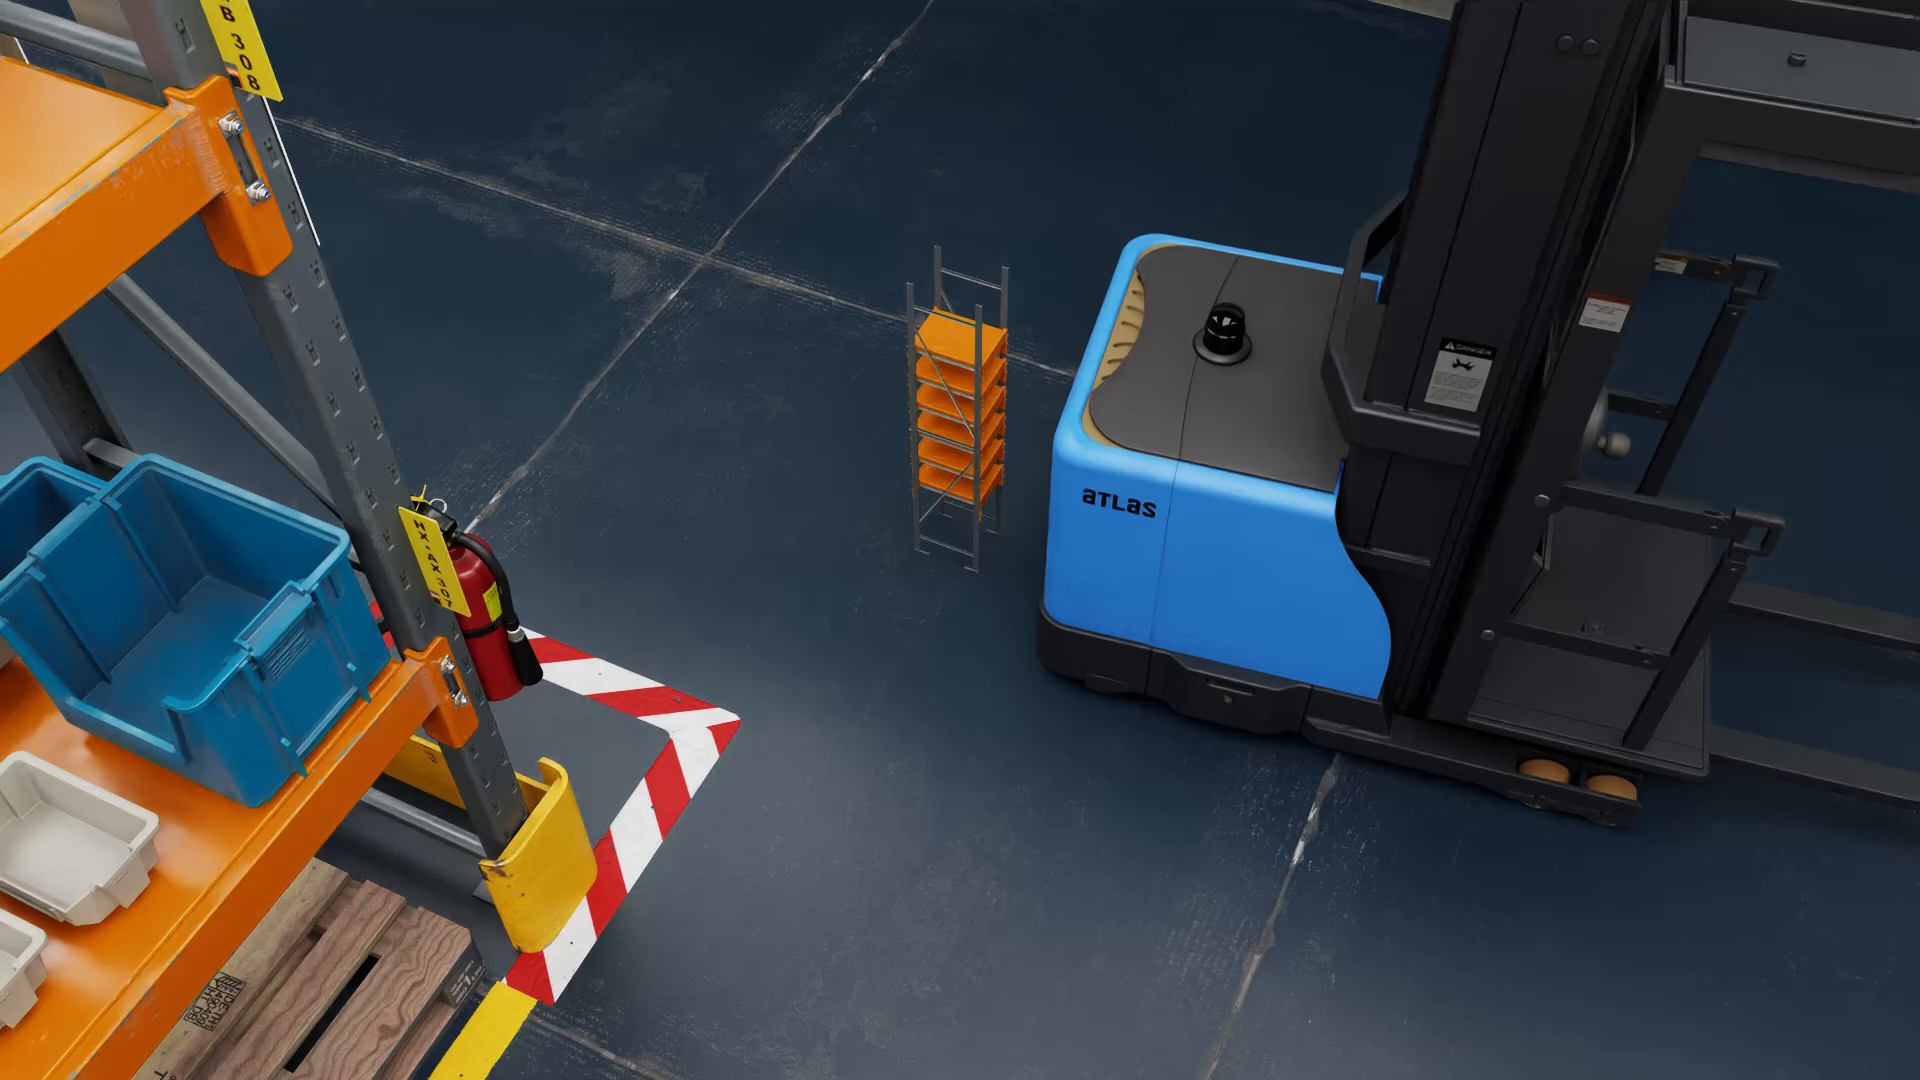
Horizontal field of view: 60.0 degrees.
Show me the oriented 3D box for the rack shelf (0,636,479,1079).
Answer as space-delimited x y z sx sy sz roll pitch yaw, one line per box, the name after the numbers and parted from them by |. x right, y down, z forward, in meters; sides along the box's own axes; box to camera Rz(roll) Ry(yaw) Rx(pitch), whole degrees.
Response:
-2.503 1.547 2.937 1.077 0.370 4.000 20 52 16 | rack shelf

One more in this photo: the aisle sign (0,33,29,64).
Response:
-1.887 -1.052 2.969 0.394 0.787 0.004 20 52 16 | aisle sign

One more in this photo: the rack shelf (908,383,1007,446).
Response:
-0.006 -0.428 5.227 0.258 0.103 0.180 20 52 16 | rack shelf

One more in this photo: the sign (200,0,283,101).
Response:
-1.145 -0.834 2.589 0.100 0.325 0.005 20 52 16 | sign

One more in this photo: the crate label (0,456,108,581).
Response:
-2.052 0.034 3.822 0.416 0.233 0.303 20 52 16 | crate label

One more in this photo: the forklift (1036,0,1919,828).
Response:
1.822 -0.546 4.290 3.031 2.935 1.130 13 51 11 | forklift

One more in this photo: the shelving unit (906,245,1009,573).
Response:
-0.006 -0.379 5.285 0.258 1.200 0.189 20 52 16 | shelving unit

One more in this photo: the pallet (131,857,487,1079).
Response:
-2.036 1.395 4.424 1.003 0.211 1.213 20 52 16 | pallet

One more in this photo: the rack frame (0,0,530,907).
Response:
-1.649 -0.063 3.834 1.000 3.000 0.127 20 52 16 | rack frame

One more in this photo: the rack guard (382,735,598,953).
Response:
-1.650 0.726 4.804 1.175 0.500 0.348 20 52 16 | rack guard

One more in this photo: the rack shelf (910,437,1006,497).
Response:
-0.006 -0.272 5.410 0.258 0.103 0.180 20 52 16 | rack shelf

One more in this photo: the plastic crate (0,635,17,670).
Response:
-2.264 0.259 3.694 0.250 0.136 0.298 20 52 16 | plastic crate

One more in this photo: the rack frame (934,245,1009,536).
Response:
0.033 -0.442 5.338 0.240 1.200 0.006 20 52 16 | rack frame

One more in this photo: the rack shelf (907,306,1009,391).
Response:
-0.006 -0.583 5.044 0.258 0.103 0.180 20 52 16 | rack shelf

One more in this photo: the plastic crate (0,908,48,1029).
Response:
-1.971 0.818 3.218 0.396 0.136 0.243 20 52 16 | plastic crate

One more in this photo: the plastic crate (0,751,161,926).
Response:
-1.834 0.623 3.384 0.396 0.136 0.243 20 52 16 | plastic crate

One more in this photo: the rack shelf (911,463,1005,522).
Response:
-0.006 -0.195 5.501 0.258 0.103 0.180 20 52 16 | rack shelf

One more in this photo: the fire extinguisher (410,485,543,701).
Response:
-1.174 0.126 3.969 0.296 0.674 0.183 20 52 16 | fire extinguisher

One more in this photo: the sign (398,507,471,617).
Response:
-1.145 0.051 3.630 0.100 0.325 0.005 20 52 16 | sign

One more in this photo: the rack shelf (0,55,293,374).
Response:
-2.503 0.575 1.794 1.077 0.370 4.000 20 52 16 | rack shelf

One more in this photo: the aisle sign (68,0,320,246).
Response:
-1.353 -0.860 2.805 0.394 0.787 0.004 20 52 16 | aisle sign

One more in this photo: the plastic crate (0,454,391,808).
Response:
-1.623 0.197 3.550 0.616 0.435 0.499 20 52 16 | plastic crate

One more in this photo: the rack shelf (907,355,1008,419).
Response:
-0.006 -0.506 5.136 0.258 0.103 0.180 20 52 16 | rack shelf

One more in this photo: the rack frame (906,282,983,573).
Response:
-0.045 -0.316 5.231 0.240 1.200 0.006 20 52 16 | rack frame

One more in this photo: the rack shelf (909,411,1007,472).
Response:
-0.006 -0.350 5.318 0.258 0.103 0.180 20 52 16 | rack shelf
